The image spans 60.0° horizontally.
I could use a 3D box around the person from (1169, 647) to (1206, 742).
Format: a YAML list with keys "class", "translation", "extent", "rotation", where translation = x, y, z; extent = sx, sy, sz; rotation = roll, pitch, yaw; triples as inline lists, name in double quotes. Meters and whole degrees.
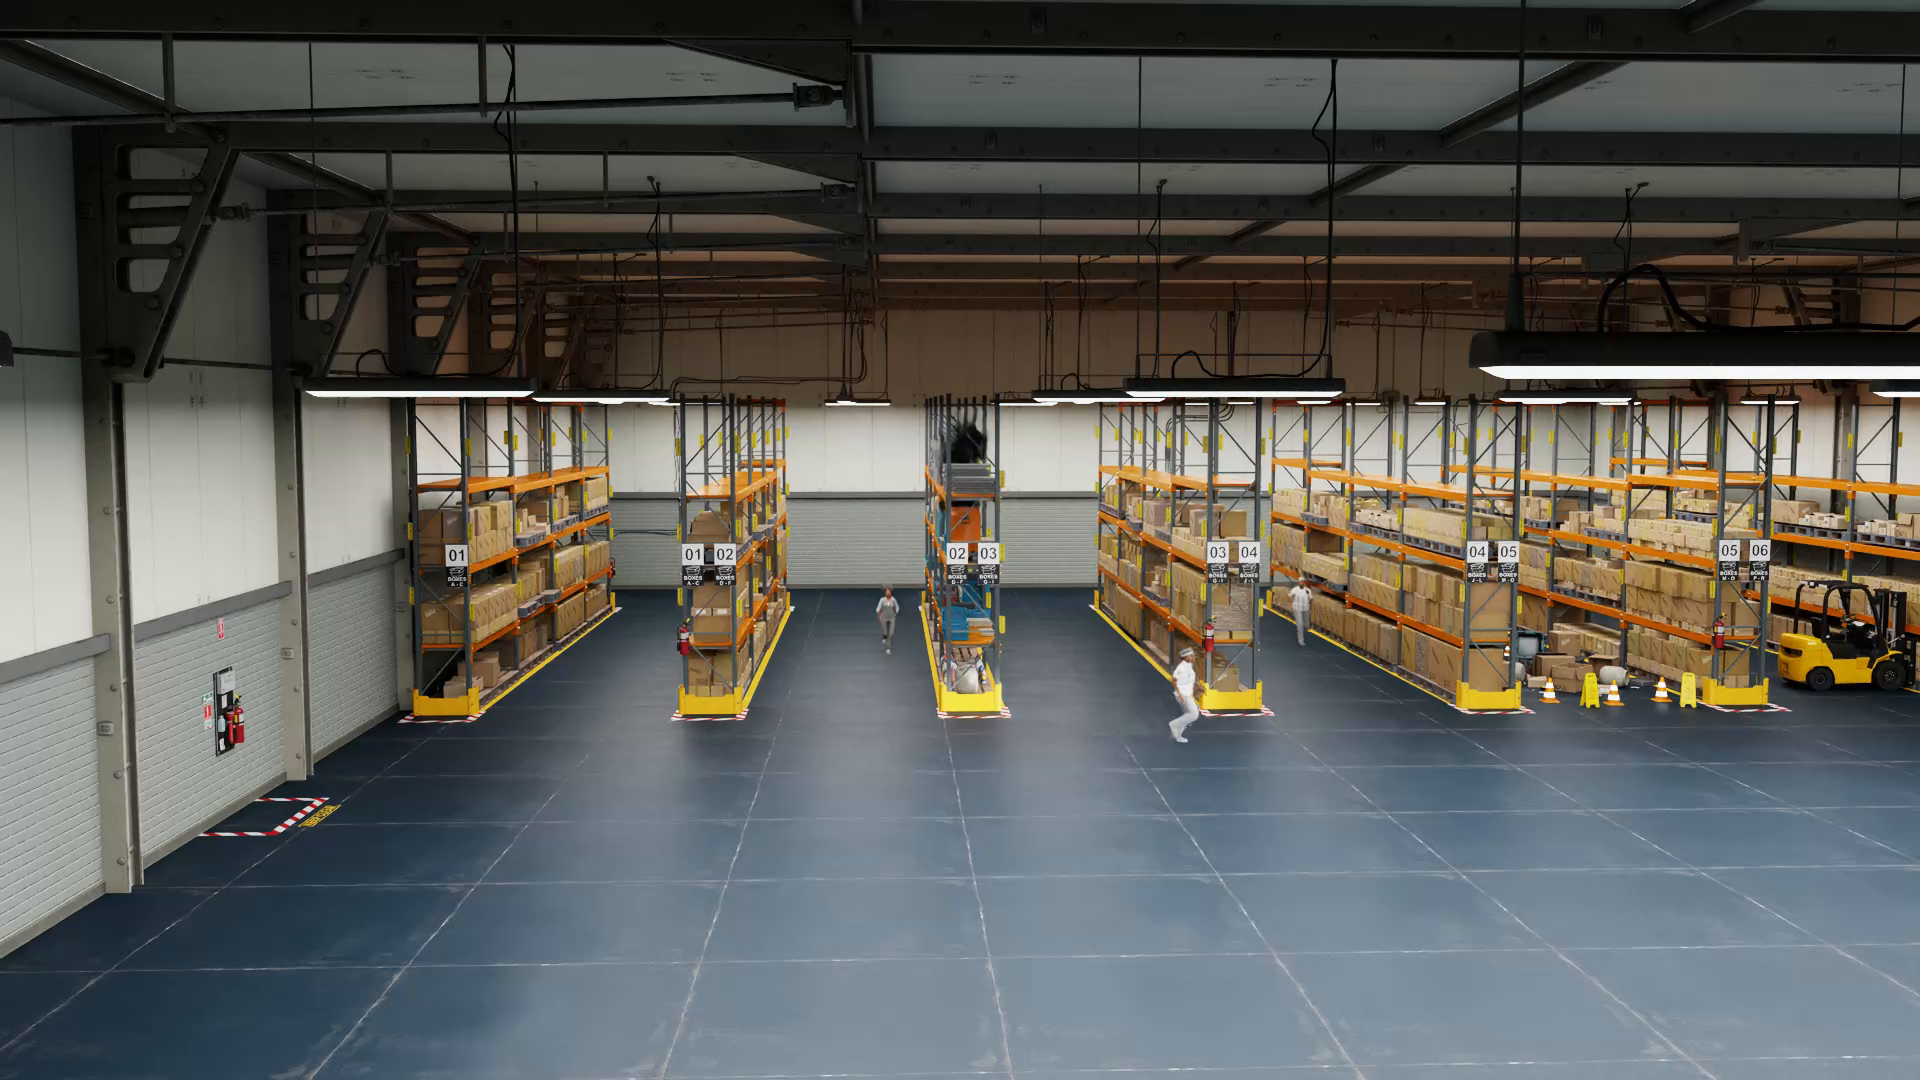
- class: "person"
  translation: [3.901, 2.653, 28.497]
  extent: [0.589, 1.646, 0.558]
  rotation: [2, 5, 20]

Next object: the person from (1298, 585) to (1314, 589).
- class: "person"
  translation: [10.143, 1.050, 48.736]
  extent: [0.584, 1.652, 0.697]
  rotation: [3, 6, 35]

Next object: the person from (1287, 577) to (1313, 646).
- class: "person"
  translation: [8.278, 1.714, 40.381]
  extent: [0.620, 1.635, 0.843]
  rotation: [0, 5, -6]

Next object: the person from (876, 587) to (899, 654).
- class: "person"
  translation: [-1.682, 1.886, 38.917]
  extent: [0.537, 1.547, 0.549]
  rotation: [-1, 5, -9]
